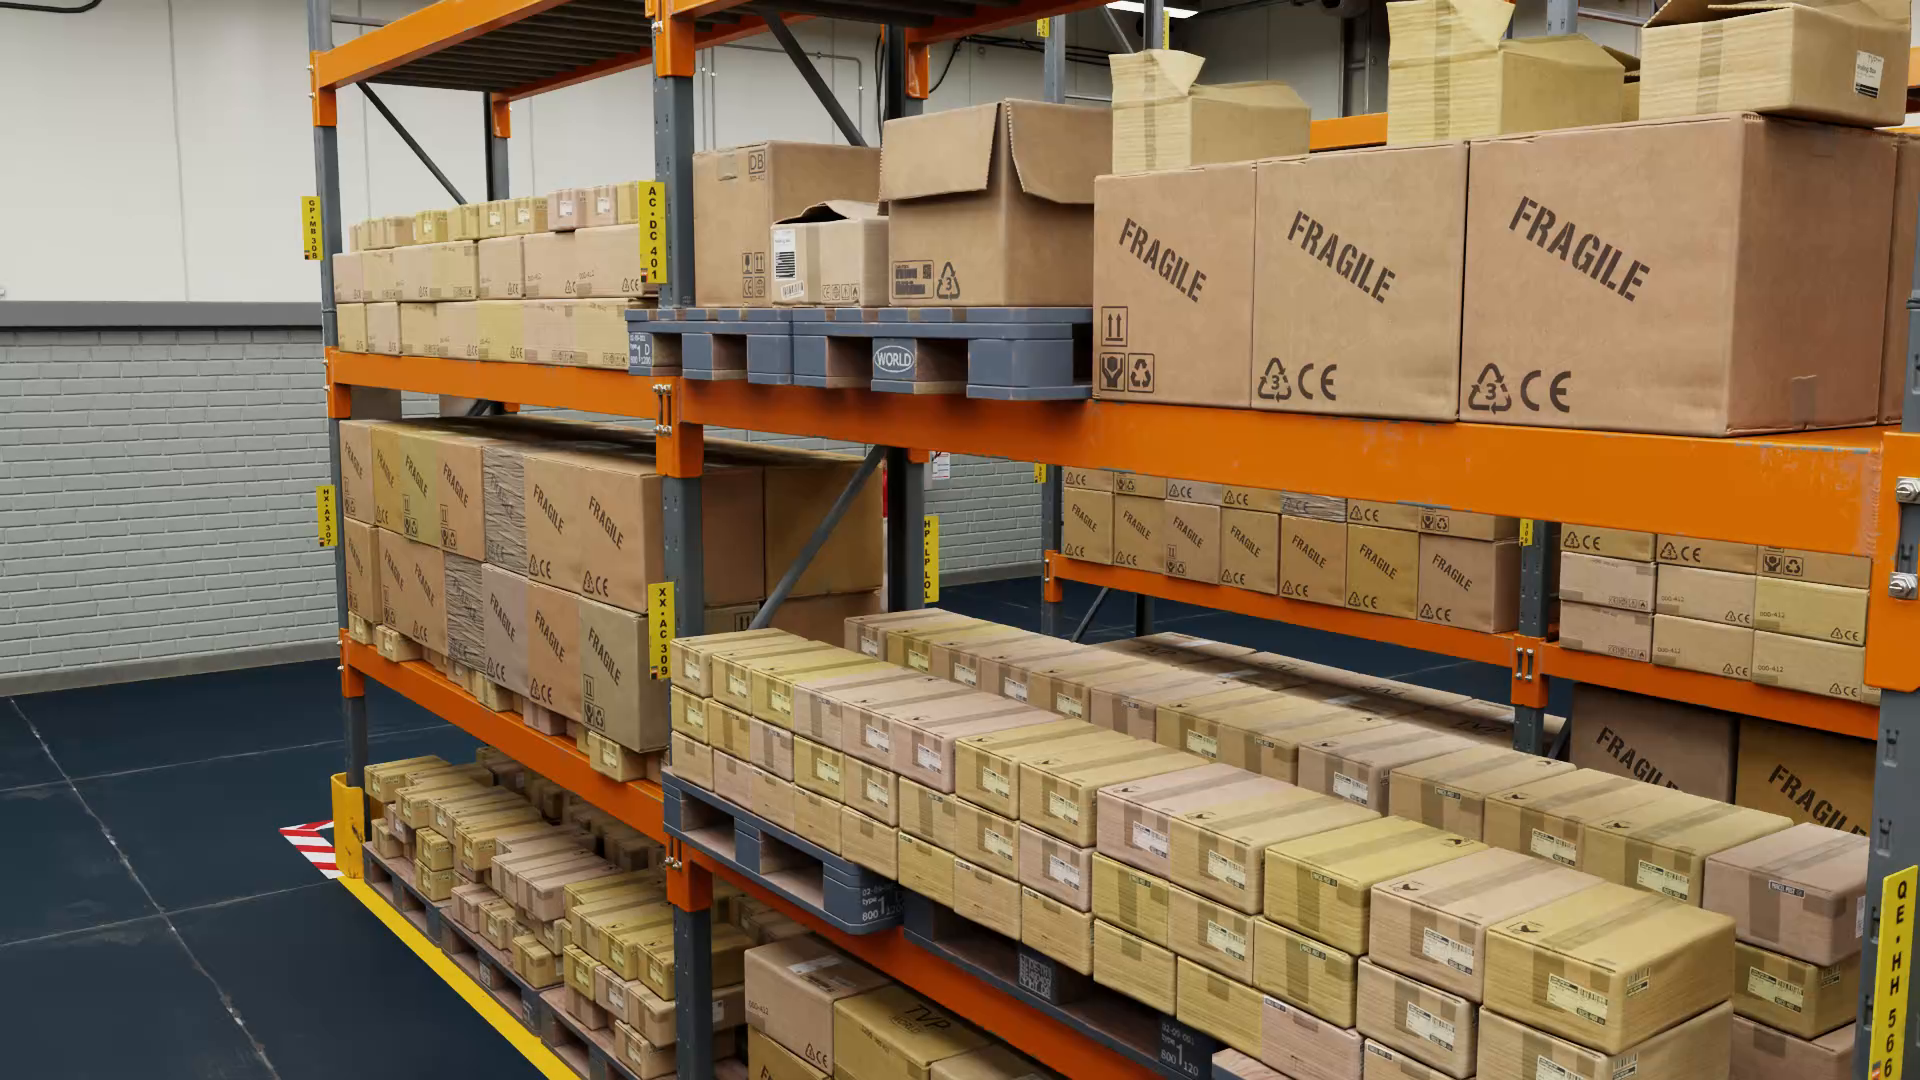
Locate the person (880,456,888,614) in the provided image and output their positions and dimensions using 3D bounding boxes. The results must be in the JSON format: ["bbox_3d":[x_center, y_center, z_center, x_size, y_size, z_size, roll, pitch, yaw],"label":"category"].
[{"bbox_3d":[-0.700,-0.039,16.178,0.526,1.723,0.361,-5,9,-34],"label":"person"}]
